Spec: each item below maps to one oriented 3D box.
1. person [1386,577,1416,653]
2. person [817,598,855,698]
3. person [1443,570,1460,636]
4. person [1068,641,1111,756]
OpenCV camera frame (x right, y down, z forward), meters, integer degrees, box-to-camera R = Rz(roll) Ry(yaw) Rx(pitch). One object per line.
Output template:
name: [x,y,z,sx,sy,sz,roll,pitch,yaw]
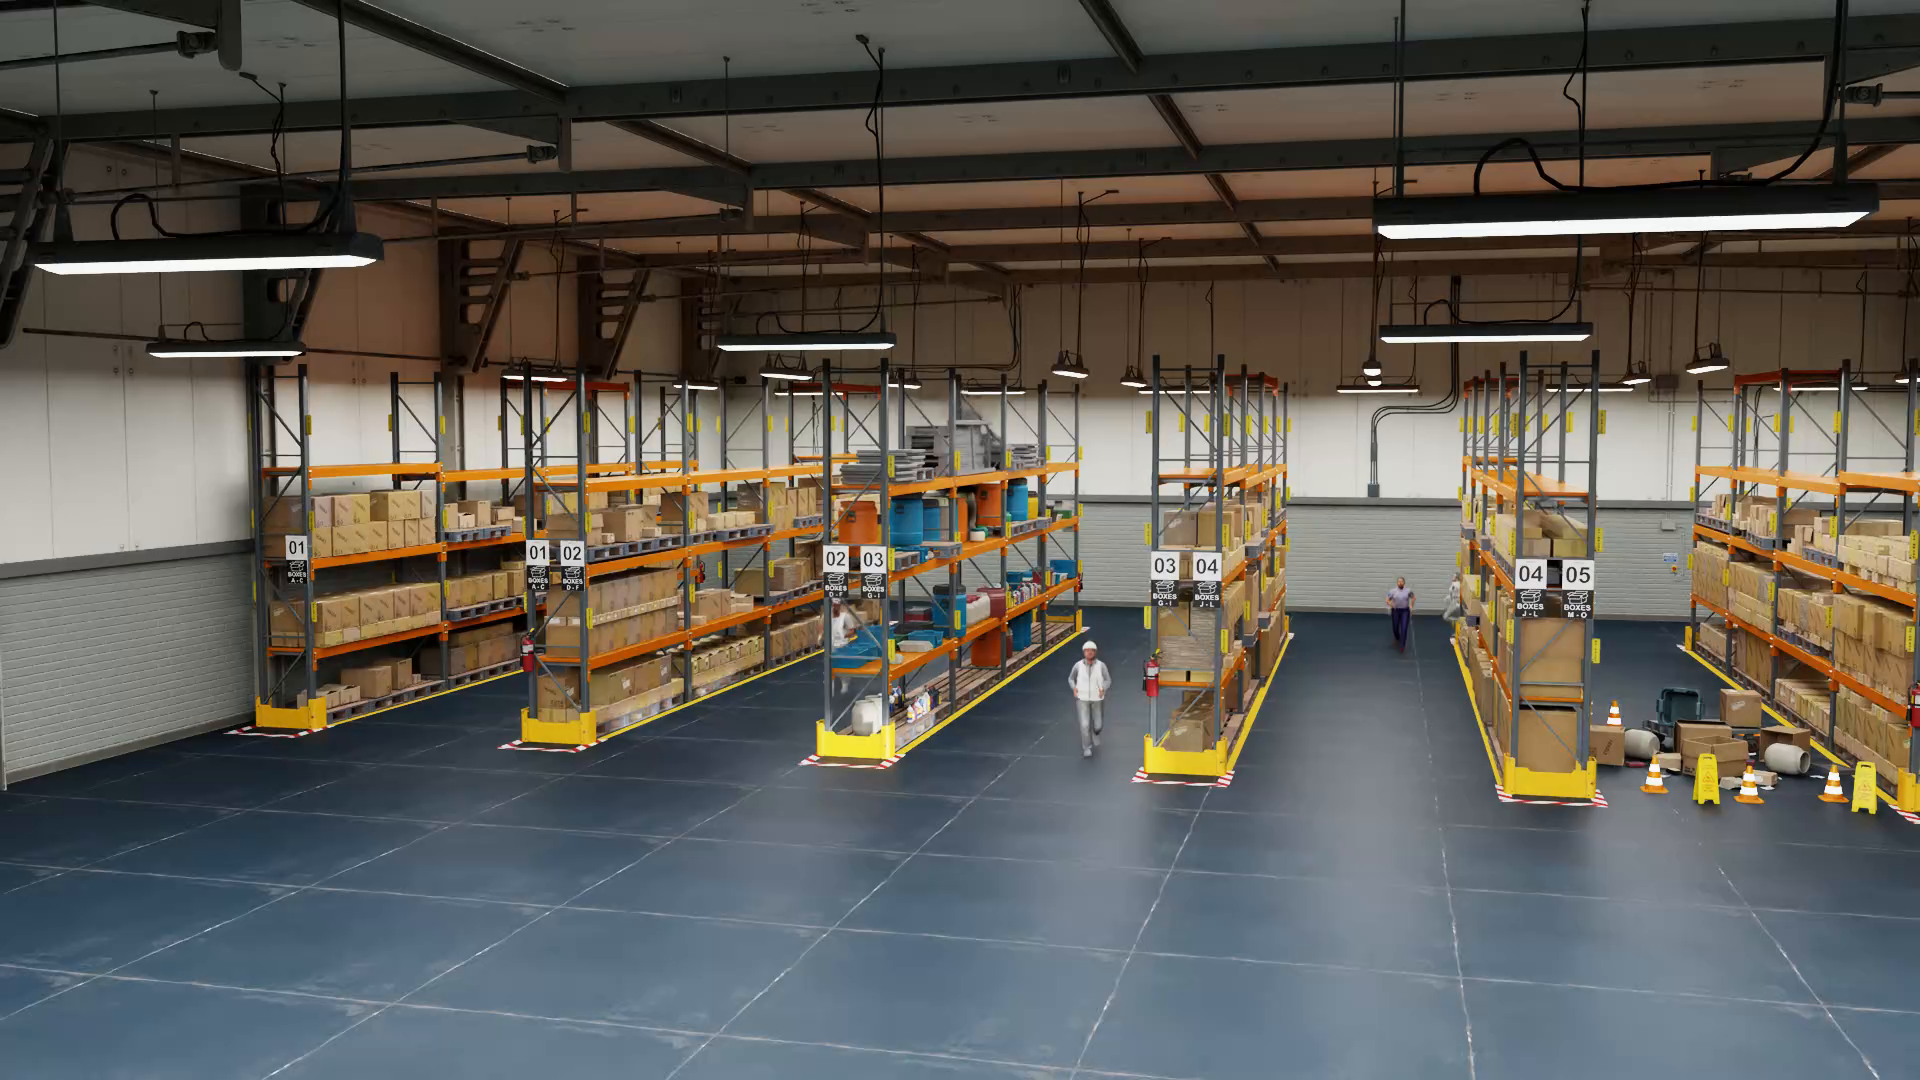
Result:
person: [9.780,1.650,36.915,0.623,1.630,0.908,1,4,17]
person: [-2.188,1.892,29.331,0.700,1.778,0.913,1,4,11]
person: [11.699,1.510,39.322,0.518,1.597,0.735,0,4,6]
person: [1.962,2.399,25.258,0.659,1.722,0.614,0,4,4]
